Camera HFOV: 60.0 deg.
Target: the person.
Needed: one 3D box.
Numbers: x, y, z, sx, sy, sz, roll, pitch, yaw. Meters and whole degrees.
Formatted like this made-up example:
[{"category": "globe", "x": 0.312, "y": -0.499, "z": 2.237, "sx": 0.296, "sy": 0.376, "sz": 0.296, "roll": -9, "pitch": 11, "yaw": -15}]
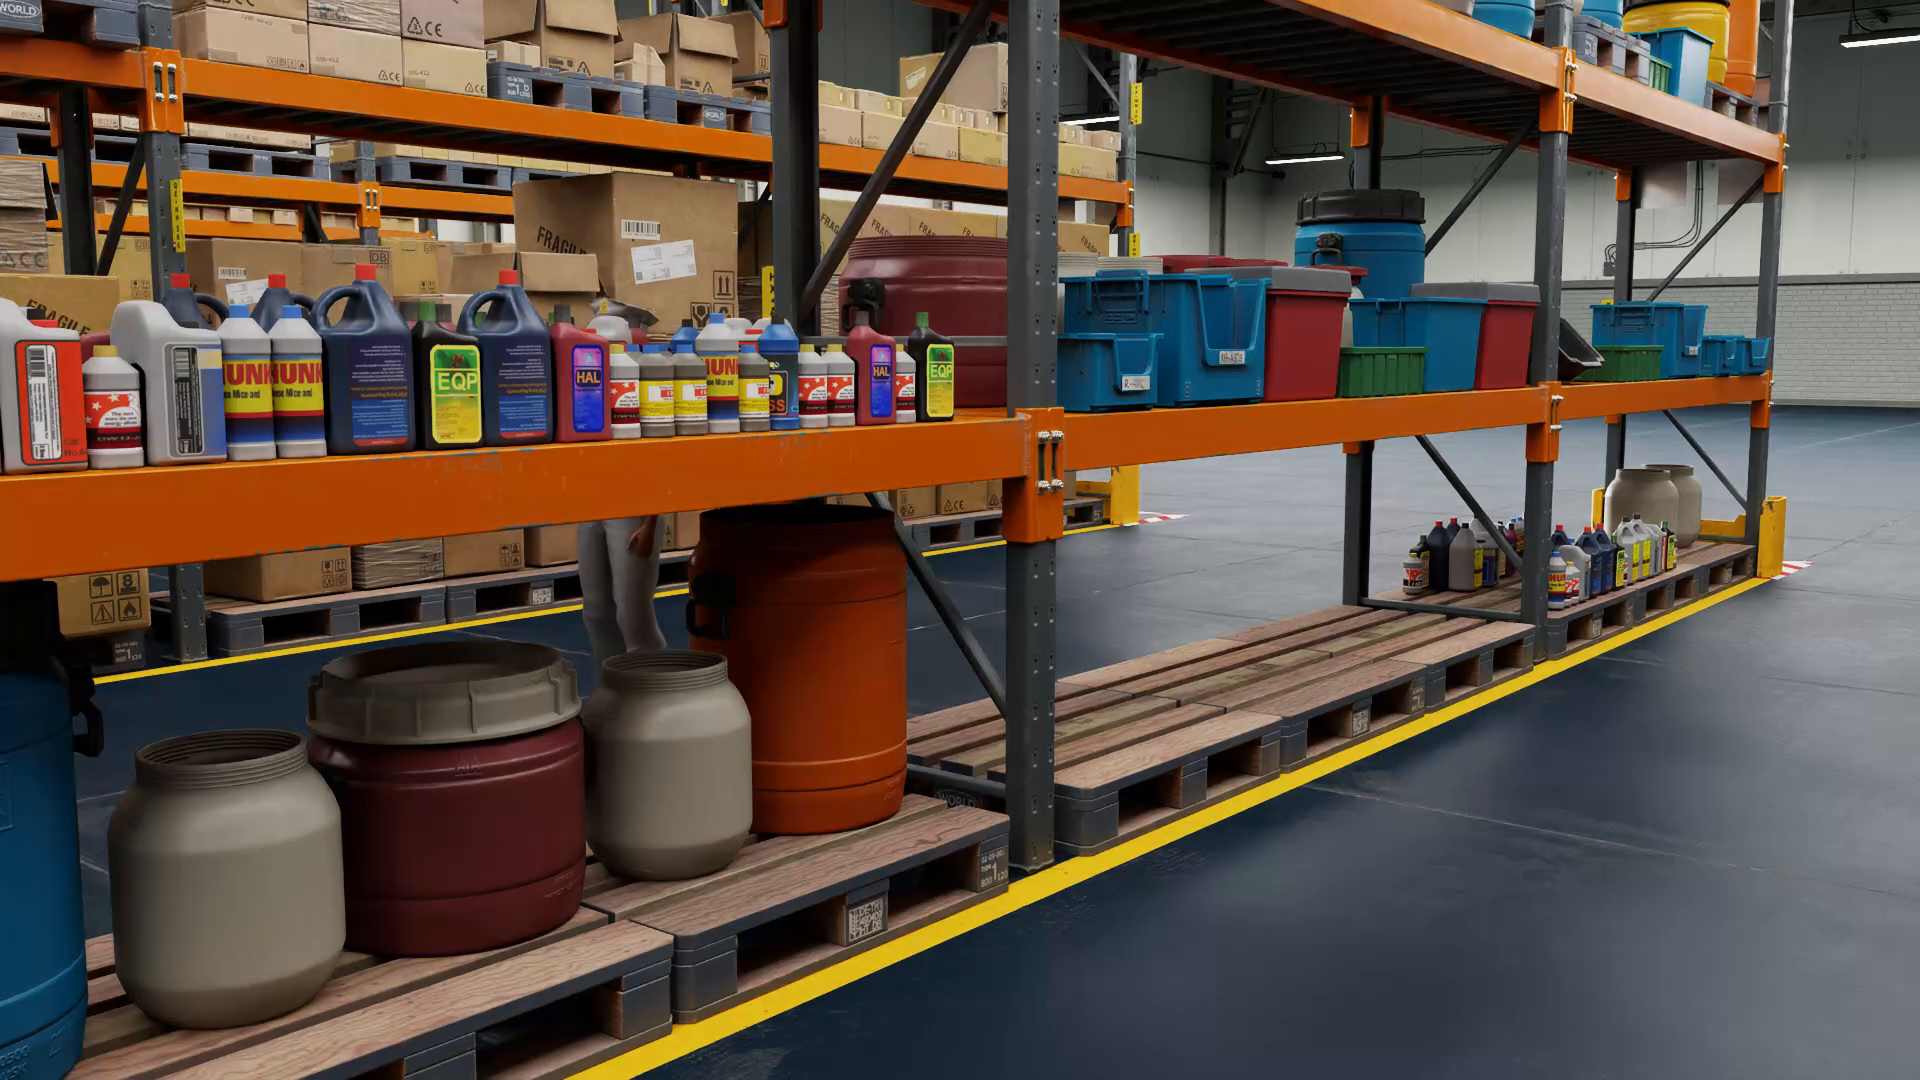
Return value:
[{"category": "person", "x": -1.302, "y": -0.083, "z": 6.381, "sx": 0.437, "sy": 1.677, "sz": 0.340, "roll": 6, "pitch": 9, "yaw": 40}]
